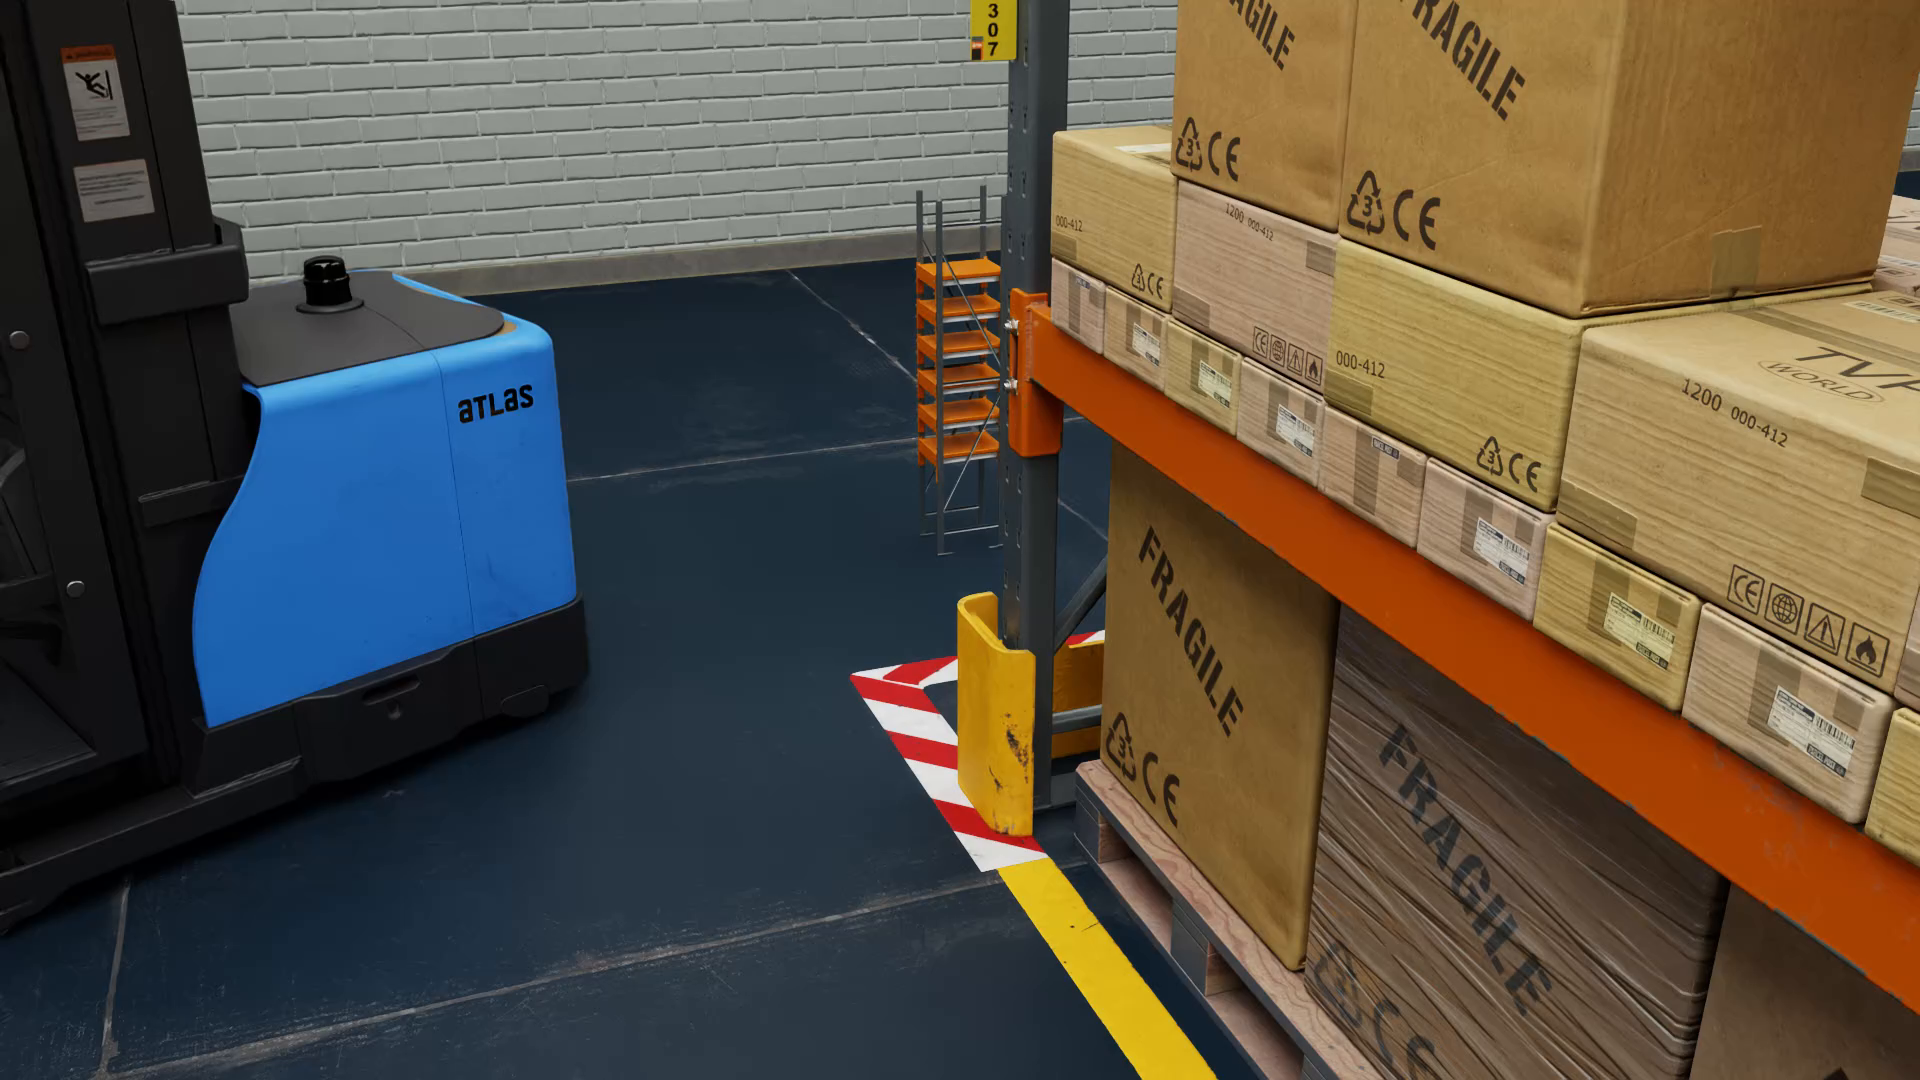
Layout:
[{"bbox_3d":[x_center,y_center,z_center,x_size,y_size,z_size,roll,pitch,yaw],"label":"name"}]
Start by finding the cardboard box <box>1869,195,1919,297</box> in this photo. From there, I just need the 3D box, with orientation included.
[{"bbox_3d":[1.369,-0.345,2.518,0.500,0.250,0.500,-9,25,-21],"label":"cardboard box"}]

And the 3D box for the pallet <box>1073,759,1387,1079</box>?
[{"bbox_3d":[0.946,0.778,3.632,1.003,0.211,1.213,-8,24,-19],"label":"pallet"}]

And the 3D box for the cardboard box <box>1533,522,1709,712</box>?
[{"bbox_3d":[0.952,0.062,2.064,0.380,0.149,0.250,-9,24,-20],"label":"cardboard box"}]

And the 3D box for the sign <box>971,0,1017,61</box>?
[{"bbox_3d":[0.069,-1.148,3.395,0.100,0.325,0.005,-8,24,-19],"label":"sign"}]

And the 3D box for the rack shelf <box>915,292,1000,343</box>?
[{"bbox_3d":[0.005,-0.728,5.429,0.258,0.103,0.180,-8,24,-19],"label":"rack shelf"}]

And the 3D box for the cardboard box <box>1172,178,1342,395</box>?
[{"bbox_3d":[0.698,-0.455,2.778,0.500,0.250,0.500,-9,24,-20],"label":"cardboard box"}]

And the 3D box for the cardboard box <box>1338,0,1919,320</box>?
[{"bbox_3d":[0.873,-0.619,2.202,0.500,0.500,0.500,-9,24,-20],"label":"cardboard box"}]

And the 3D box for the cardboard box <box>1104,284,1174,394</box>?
[{"bbox_3d":[0.499,-0.403,3.169,0.380,0.149,0.250,-9,24,-20],"label":"cardboard box"}]

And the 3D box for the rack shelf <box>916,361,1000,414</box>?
[{"bbox_3d":[0.005,-0.507,5.522,0.258,0.103,0.180,-8,24,-19],"label":"rack shelf"}]

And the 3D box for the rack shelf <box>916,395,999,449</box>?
[{"bbox_3d":[0.005,-0.396,5.568,0.258,0.103,0.180,-8,24,-19],"label":"rack shelf"}]

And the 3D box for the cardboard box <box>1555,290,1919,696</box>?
[{"bbox_3d":[1.061,-0.083,1.895,0.500,0.250,0.500,-9,24,-20],"label":"cardboard box"}]

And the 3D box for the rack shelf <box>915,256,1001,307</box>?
[{"bbox_3d":[0.005,-0.838,5.382,0.258,0.103,0.180,-8,24,-19],"label":"rack shelf"}]

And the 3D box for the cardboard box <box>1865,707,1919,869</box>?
[{"bbox_3d":[1.135,0.250,1.618,0.380,0.149,0.250,-9,24,-20],"label":"cardboard box"}]

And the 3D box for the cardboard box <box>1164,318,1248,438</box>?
[{"bbox_3d":[0.590,-0.310,2.948,0.380,0.149,0.250,-9,24,-20],"label":"cardboard box"}]

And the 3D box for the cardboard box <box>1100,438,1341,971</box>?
[{"bbox_3d":[0.892,0.221,3.559,0.875,0.875,0.875,-8,24,-19],"label":"cardboard box"}]

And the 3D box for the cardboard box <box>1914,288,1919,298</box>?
[{"bbox_3d":[1.557,-0.157,2.070,0.500,0.250,0.500,-8,24,-19],"label":"cardboard box"}]

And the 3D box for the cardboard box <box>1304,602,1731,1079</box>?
[{"bbox_3d":[1.213,0.551,2.775,0.875,0.875,0.875,-8,24,-19],"label":"cardboard box"}]

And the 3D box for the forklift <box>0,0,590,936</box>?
[{"bbox_3d":[-2.442,-0.639,3.492,3.031,2.935,1.130,-21,31,-40],"label":"forklift"}]

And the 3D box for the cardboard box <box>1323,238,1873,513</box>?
[{"bbox_3d":[0.872,-0.272,2.343,0.500,0.250,0.500,-9,25,-21],"label":"cardboard box"}]

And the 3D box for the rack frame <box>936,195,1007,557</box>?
[{"bbox_3d":[0.037,-0.514,5.426,0.240,1.200,0.006,-8,24,-19],"label":"rack frame"}]

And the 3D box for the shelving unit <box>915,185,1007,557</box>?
[{"bbox_3d":[0.005,-0.548,5.504,0.258,1.200,0.189,-8,24,-19],"label":"shelving unit"}]

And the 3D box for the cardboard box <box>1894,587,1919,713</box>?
[{"bbox_3d":[1.237,0.101,1.457,0.500,0.250,0.500,-8,24,-18],"label":"cardboard box"}]

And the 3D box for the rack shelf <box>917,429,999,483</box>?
[{"bbox_3d":[0.005,-0.286,5.615,0.258,0.103,0.180,-8,24,-19],"label":"rack shelf"}]

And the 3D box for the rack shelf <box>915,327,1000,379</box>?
[{"bbox_3d":[0.005,-0.617,5.475,0.258,0.103,0.180,-8,24,-19],"label":"rack shelf"}]

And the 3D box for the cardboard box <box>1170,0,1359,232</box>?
[{"bbox_3d":[0.684,-0.807,2.647,0.500,0.500,0.500,-9,24,-20],"label":"cardboard box"}]

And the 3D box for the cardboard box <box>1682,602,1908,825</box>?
[{"bbox_3d":[1.046,0.157,1.838,0.380,0.149,0.250,-8,24,-18],"label":"cardboard box"}]

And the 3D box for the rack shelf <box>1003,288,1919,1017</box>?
[{"bbox_3d":[1.297,0.272,2.169,1.077,0.370,4.000,-8,24,-19],"label":"rack shelf"}]

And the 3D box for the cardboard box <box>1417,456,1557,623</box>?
[{"bbox_3d":[0.864,-0.030,2.282,0.380,0.149,0.250,-9,24,-20],"label":"cardboard box"}]

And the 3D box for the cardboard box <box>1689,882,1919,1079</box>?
[{"bbox_3d":[1.528,0.875,2.008,0.875,0.875,0.875,-8,24,-19],"label":"cardboard box"}]

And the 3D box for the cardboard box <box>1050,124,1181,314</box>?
[{"bbox_3d":[0.508,-0.643,3.224,0.500,0.250,0.500,-9,24,-20],"label":"cardboard box"}]

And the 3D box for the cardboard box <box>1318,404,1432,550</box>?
[{"bbox_3d":[0.772,-0.123,2.504,0.380,0.149,0.250,-9,24,-20],"label":"cardboard box"}]

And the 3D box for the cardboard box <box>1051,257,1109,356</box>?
[{"bbox_3d":[0.407,-0.496,3.389,0.380,0.149,0.250,-8,24,-18],"label":"cardboard box"}]

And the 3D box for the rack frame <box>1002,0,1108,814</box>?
[{"bbox_3d":[0.591,-0.786,3.754,1.000,3.000,0.127,-8,24,-19],"label":"rack frame"}]

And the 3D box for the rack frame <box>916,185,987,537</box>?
[{"bbox_3d":[-0.027,-0.581,5.583,0.240,1.200,0.006,-8,24,-19],"label":"rack frame"}]

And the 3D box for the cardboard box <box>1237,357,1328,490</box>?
[{"bbox_3d":[0.683,-0.216,2.723,0.380,0.149,0.250,-9,24,-20],"label":"cardboard box"}]

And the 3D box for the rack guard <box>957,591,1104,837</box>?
[{"bbox_3d":[0.582,0.357,4.260,1.175,0.500,0.348,-8,24,-19],"label":"rack guard"}]
